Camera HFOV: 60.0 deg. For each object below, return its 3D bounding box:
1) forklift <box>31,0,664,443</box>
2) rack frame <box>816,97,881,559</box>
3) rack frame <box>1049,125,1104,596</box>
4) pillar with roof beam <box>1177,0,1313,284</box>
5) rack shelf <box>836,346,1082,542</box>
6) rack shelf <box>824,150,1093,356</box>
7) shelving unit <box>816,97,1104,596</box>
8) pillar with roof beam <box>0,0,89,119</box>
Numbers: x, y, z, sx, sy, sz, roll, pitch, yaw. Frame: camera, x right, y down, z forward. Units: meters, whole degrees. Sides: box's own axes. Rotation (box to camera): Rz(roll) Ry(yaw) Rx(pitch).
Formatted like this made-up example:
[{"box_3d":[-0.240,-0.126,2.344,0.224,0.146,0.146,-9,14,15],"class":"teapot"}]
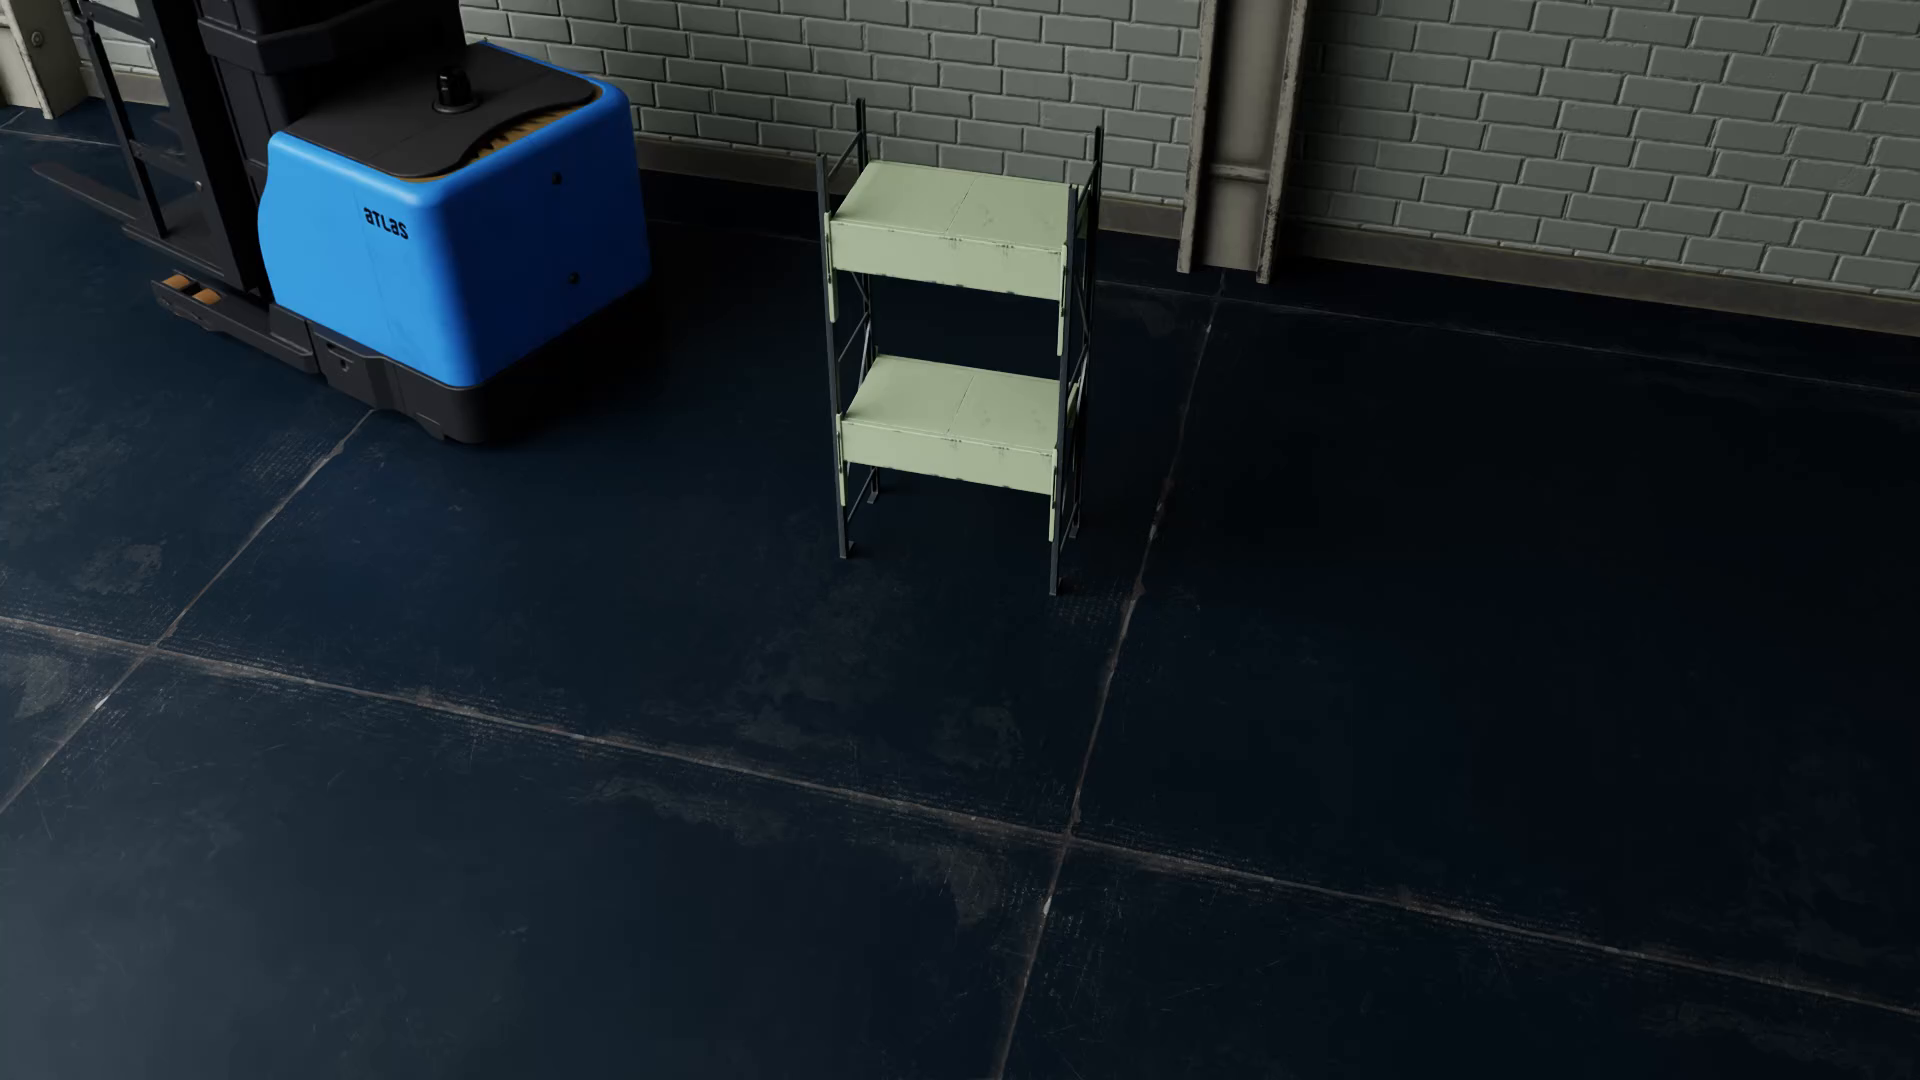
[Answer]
[{"box_3d":[-2.689,-2.225,6.120,3.031,2.935,1.130,24,46,26],"class":"forklift"},{"box_3d":[-0.347,-0.634,5.339,0.023,1.500,0.400,10,41,11],"class":"rack frame"},{"box_3d":[0.360,-0.512,5.194,0.023,1.500,0.400,10,41,11],"class":"rack frame"},{"box_3d":[0.046,-1.983,1.114,0.400,9.000,9.100,10,41,11],"class":"pillar with roof beam"},{"box_3d":[0.006,-0.324,5.476,0.720,0.370,0.431,10,41,11],"class":"rack shelf"},{"box_3d":[0.006,-0.872,5.015,0.720,0.370,0.431,10,41,11],"class":"rack shelf"},{"box_3d":[0.006,-0.573,5.266,0.755,1.500,0.431,10,41,11],"class":"shelving unit"},{"box_3d":[-5.750,-2.981,2.302,0.400,9.000,9.100,10,41,11],"class":"pillar with roof beam"}]
